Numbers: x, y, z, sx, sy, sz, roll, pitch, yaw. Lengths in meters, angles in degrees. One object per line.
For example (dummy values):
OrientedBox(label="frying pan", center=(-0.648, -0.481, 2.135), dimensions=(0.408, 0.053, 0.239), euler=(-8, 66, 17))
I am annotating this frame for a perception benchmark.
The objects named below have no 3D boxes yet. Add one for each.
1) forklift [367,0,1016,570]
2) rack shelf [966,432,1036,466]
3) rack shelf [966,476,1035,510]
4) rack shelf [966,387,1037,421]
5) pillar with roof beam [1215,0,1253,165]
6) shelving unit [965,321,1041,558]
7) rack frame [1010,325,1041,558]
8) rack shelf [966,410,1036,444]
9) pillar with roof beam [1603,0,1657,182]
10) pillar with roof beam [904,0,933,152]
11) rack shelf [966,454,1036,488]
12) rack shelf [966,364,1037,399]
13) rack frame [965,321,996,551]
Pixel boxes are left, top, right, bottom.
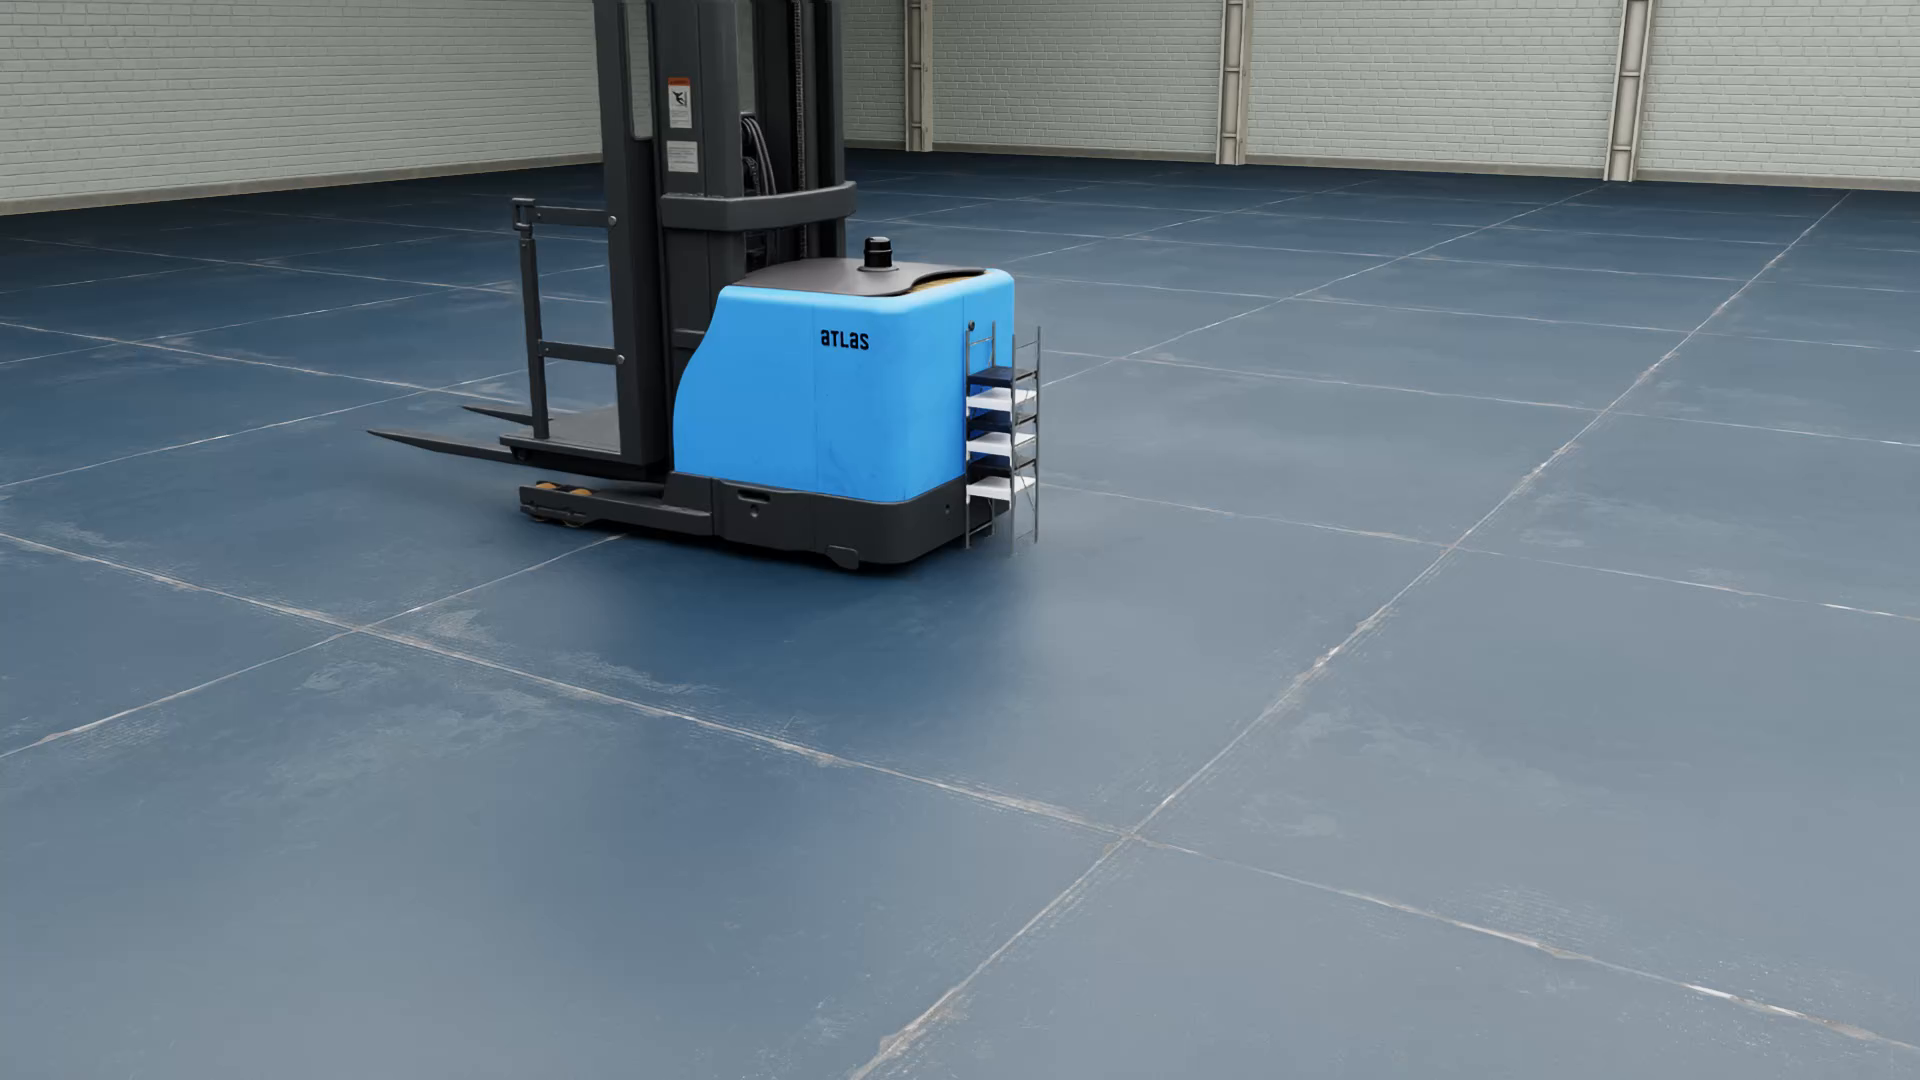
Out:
OrientedBox(label="forklift", center=(-1.303, -1.576, 7.025), dimensions=(3.031, 2.935, 1.130), euler=(9, 19, 28))
OrientedBox(label="rack shelf", center=(0.172, -0.372, 6.673), dimensions=(0.200, 0.077, 0.258), euler=(9, 19, 28))
OrientedBox(label="rack shelf", center=(0.172, -0.200, 6.725), dimensions=(0.200, 0.077, 0.258), euler=(9, 19, 28))
OrientedBox(label="rack shelf", center=(0.172, -0.544, 6.620), dimensions=(0.200, 0.077, 0.258), euler=(9, 19, 28))
OrientedBox(label="pillar with roof beam", center=(2.128, -9.331, 22.118), dimensions=(0.400, 9.000, 9.100), euler=(10, 20, 30))
OrientedBox(label="shelving unit", center=(0.172, -0.404, 6.663), dimensions=(0.210, 0.900, 0.258), euler=(9, 19, 28))
OrientedBox(label="rack frame", center=(0.261, -0.390, 6.616), dimensions=(0.006, 0.900, 0.240), euler=(9, 19, 28))
OrientedBox(label="rack shelf", center=(0.172, -0.458, 6.646), dimensions=(0.200, 0.077, 0.258), euler=(9, 19, 28))
OrientedBox(label="pillar with roof beam", center=(7.241, -8.419, 19.114), dimensions=(0.400, 9.000, 9.100), euler=(10, 20, 30))
OrientedBox(label="pillar with roof beam", center=(-2.984, -10.244, 25.123), dimensions=(0.400, 9.000, 9.100), euler=(10, 20, 30))
OrientedBox(label="rack shelf", center=(0.172, -0.286, 6.699), dimensions=(0.200, 0.077, 0.258), euler=(9, 19, 28))
OrientedBox(label="rack shelf", center=(0.172, -0.630, 6.594), dimensions=(0.200, 0.077, 0.258), euler=(9, 19, 28))
OrientedBox(label="rack frame", center=(0.083, -0.418, 6.710), dimensions=(0.006, 0.900, 0.240), euler=(9, 19, 28))
